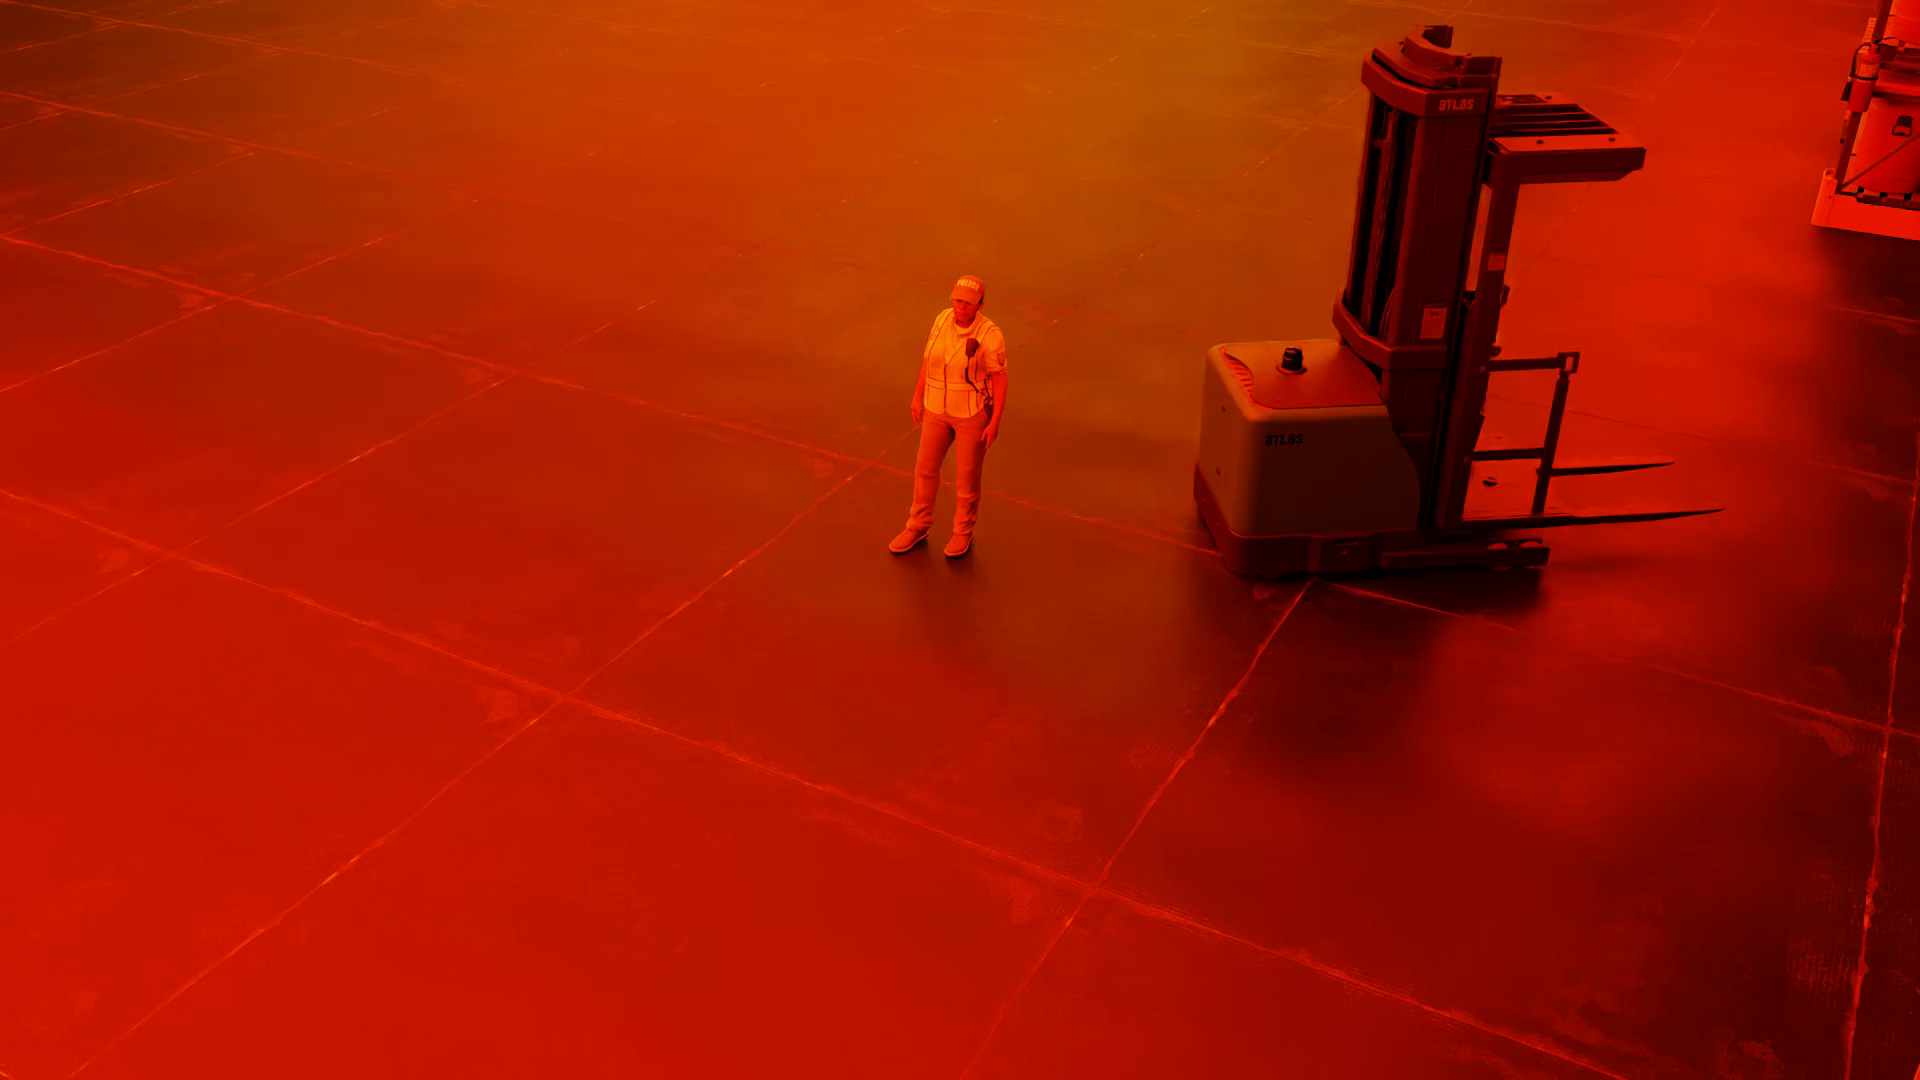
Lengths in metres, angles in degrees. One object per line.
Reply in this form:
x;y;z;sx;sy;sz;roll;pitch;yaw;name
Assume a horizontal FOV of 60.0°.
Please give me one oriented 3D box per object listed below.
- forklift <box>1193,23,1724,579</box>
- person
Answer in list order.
3.001;-1.347;9.404;3.031;2.935;1.130;-3;30;-5;forklift
-0.057;-0.700;9.534;0.598;1.670;0.529;15;33;25;person
